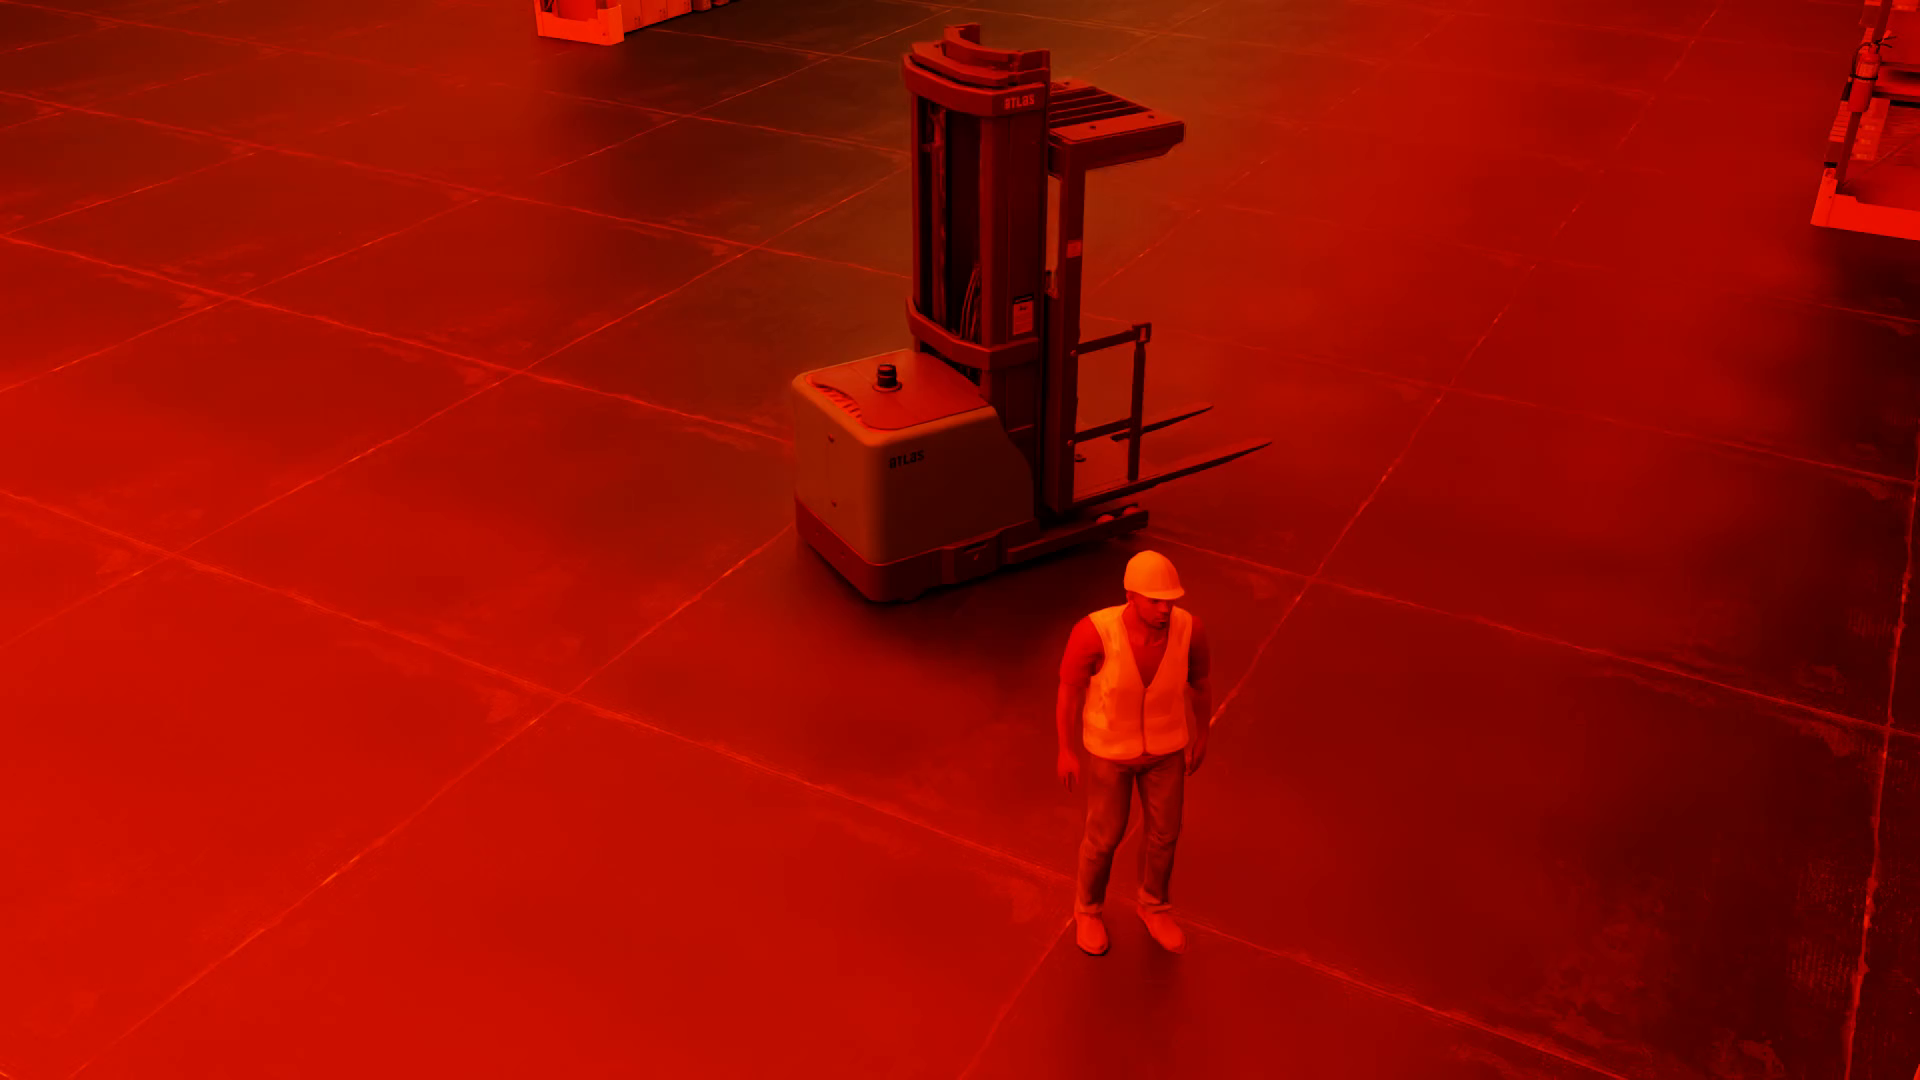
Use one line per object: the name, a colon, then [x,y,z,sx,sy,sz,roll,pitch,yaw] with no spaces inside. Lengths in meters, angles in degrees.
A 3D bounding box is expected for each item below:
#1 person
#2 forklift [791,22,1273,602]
person: [0.720,0.871,6.744,0.660,1.780,0.497,-5,30,-9]
forklift: [0.544,-1.460,9.600,3.031,2.935,1.130,-17,34,-27]
